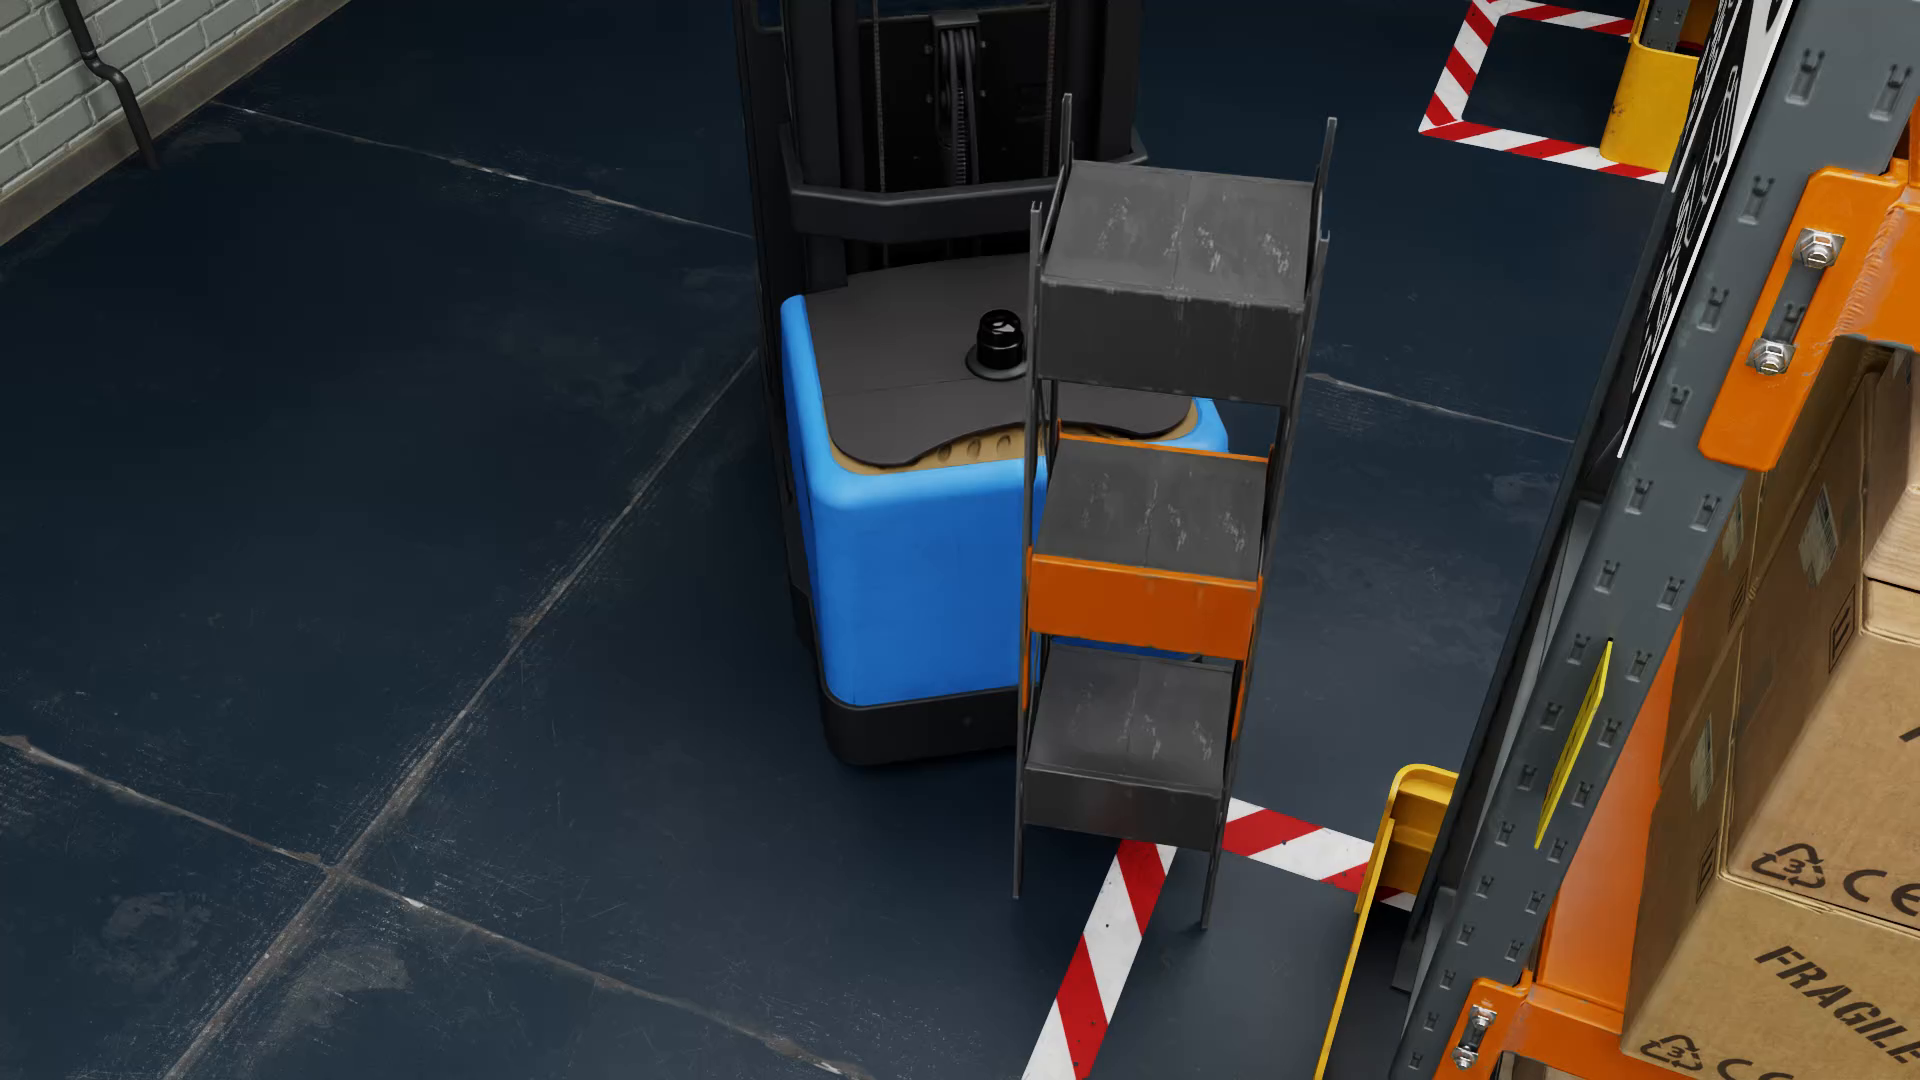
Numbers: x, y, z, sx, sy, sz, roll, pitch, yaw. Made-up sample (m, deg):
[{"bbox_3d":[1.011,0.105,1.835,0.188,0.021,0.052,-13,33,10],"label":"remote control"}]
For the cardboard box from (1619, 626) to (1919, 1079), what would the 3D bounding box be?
[{"bbox_3d":[1.353,0.531,2.519,0.500,0.500,0.500,16,47,16],"label":"cardboard box"}]

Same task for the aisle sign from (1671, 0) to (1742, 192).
[{"bbox_3d":[1.074,-0.894,2.179,0.004,0.787,0.394,16,47,16],"label":"aisle sign"}]

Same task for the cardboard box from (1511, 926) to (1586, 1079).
[{"bbox_3d":[1.668,1.122,3.514,0.875,0.438,0.875,15,47,15],"label":"cardboard box"}]

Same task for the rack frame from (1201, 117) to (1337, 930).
[{"bbox_3d":[0.653,0.110,3.645,0.015,2.100,0.400,7,45,8],"label":"rack frame"}]

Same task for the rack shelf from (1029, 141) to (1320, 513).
[{"bbox_3d":[0.408,-0.409,3.196,0.480,0.518,0.431,7,45,8],"label":"rack shelf"}]

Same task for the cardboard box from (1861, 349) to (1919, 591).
[{"bbox_3d":[1.242,-0.094,1.979,0.250,0.149,0.380,17,47,17],"label":"cardboard box"}]

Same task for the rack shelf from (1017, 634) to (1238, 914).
[{"bbox_3d":[0.419,0.586,4.182,0.480,0.518,0.431,7,45,8],"label":"rack shelf"}]

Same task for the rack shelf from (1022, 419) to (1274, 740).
[{"bbox_3d":[0.413,0.089,3.689,0.480,0.518,0.431,7,45,8],"label":"rack shelf"}]

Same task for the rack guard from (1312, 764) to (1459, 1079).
[{"bbox_3d":[0.998,1.128,3.761,0.348,0.500,1.175,16,47,16],"label":"rack guard"}]

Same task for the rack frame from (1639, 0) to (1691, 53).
[{"bbox_3d":[2.928,-2.983,6.122,0.127,3.000,1.000,16,47,16],"label":"rack frame"}]

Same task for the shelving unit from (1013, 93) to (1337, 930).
[{"bbox_3d":[0.413,0.079,3.679,0.503,2.100,0.431,7,45,8],"label":"shelving unit"}]

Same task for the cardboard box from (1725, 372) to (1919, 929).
[{"bbox_3d":[1.354,0.175,2.168,0.500,0.500,0.500,15,47,15],"label":"cardboard box"}]

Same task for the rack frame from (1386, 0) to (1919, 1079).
[{"bbox_3d":[1.021,0.249,2.873,0.127,3.000,1.000,16,47,16],"label":"rack frame"}]

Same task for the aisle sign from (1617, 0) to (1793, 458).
[{"bbox_3d":[0.843,-0.504,1.786,0.004,0.787,0.394,16,47,16],"label":"aisle sign"}]

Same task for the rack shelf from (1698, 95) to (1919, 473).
[{"bbox_3d":[2.866,-0.016,1.523,4.000,0.370,1.077,16,47,16],"label":"rack shelf"}]

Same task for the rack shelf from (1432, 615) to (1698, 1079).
[{"bbox_3d":[2.866,1.047,2.581,4.000,0.370,1.077,16,47,16],"label":"rack shelf"}]

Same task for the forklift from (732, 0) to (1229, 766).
[{"bbox_3d":[-0.096,-1.477,4.656,1.130,2.935,3.031,-7,45,-7],"label":"forklift"}]

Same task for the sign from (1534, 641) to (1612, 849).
[{"bbox_3d":[0.801,0.273,2.179,0.005,0.325,0.100,16,47,16],"label":"sign"}]

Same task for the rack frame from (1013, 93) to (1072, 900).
[{"bbox_3d":[0.174,0.048,3.713,0.015,2.100,0.400,7,45,8],"label":"rack frame"}]

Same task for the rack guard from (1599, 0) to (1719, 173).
[{"bbox_3d":[2.998,-2.077,6.983,0.348,0.500,1.175,16,47,16],"label":"rack guard"}]

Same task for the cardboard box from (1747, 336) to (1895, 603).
[{"bbox_3d":[1.557,-0.165,2.510,0.500,0.500,0.500,18,48,17],"label":"cardboard box"}]

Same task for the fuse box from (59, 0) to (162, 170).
[{"bbox_3d":[-3.249,-2.138,6.186,0.414,1.711,0.539,16,47,16],"label":"fuse box"}]

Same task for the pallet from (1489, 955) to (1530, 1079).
[{"bbox_3d":[1.789,1.404,3.690,1.213,0.211,1.003,16,47,16],"label":"pallet"}]

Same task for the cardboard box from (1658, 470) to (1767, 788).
[{"bbox_3d":[1.568,0.172,2.880,0.500,0.500,0.500,17,47,16],"label":"cardboard box"}]
